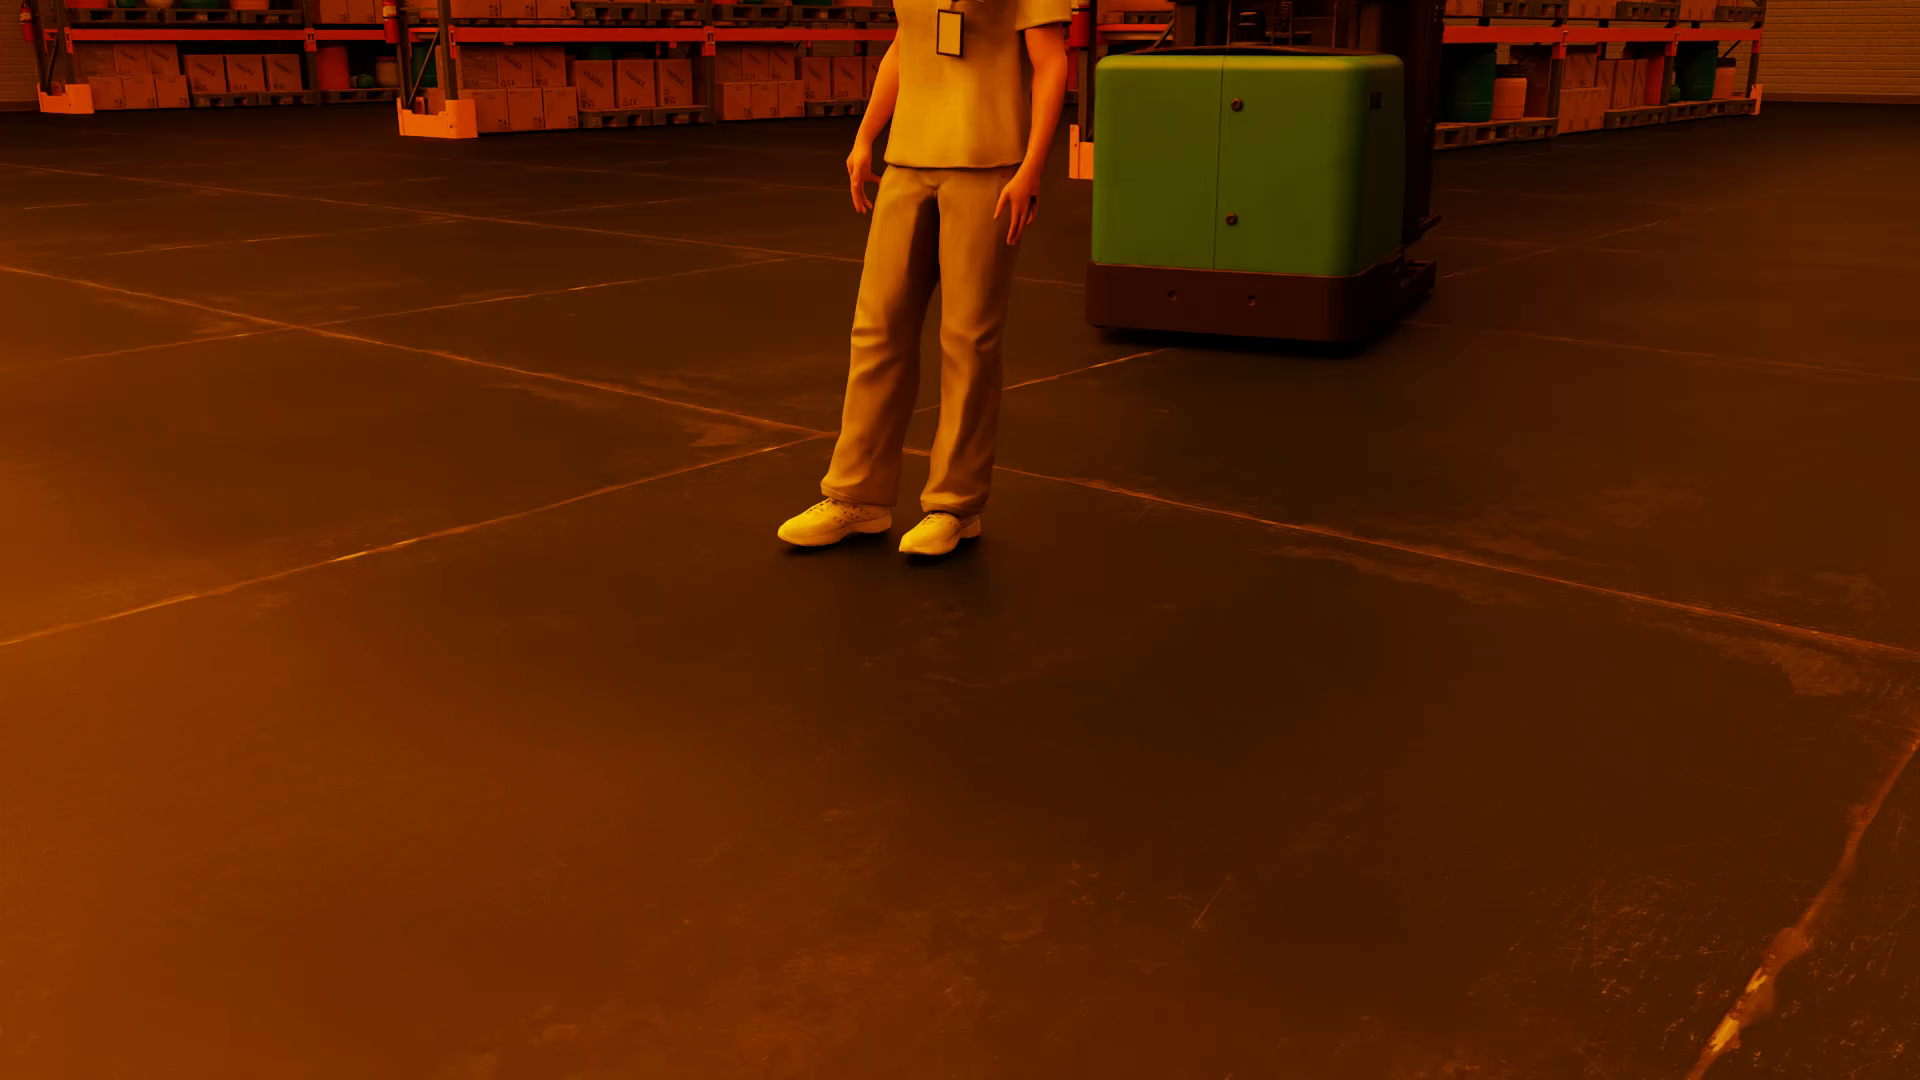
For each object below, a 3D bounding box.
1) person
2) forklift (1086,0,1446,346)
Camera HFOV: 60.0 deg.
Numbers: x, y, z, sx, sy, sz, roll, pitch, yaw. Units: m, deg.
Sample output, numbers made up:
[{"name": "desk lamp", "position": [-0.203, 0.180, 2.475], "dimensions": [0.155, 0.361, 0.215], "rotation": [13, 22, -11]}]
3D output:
[{"name": "person", "position": [-0.058, -0.790, 3.652], "dimensions": [0.549, 1.663, 0.548], "rotation": [13, 21, 37]}, {"name": "forklift", "position": [1.542, -2.510, 7.162], "dimensions": [1.130, 2.935, 3.031], "rotation": [7, 18, 22]}]
